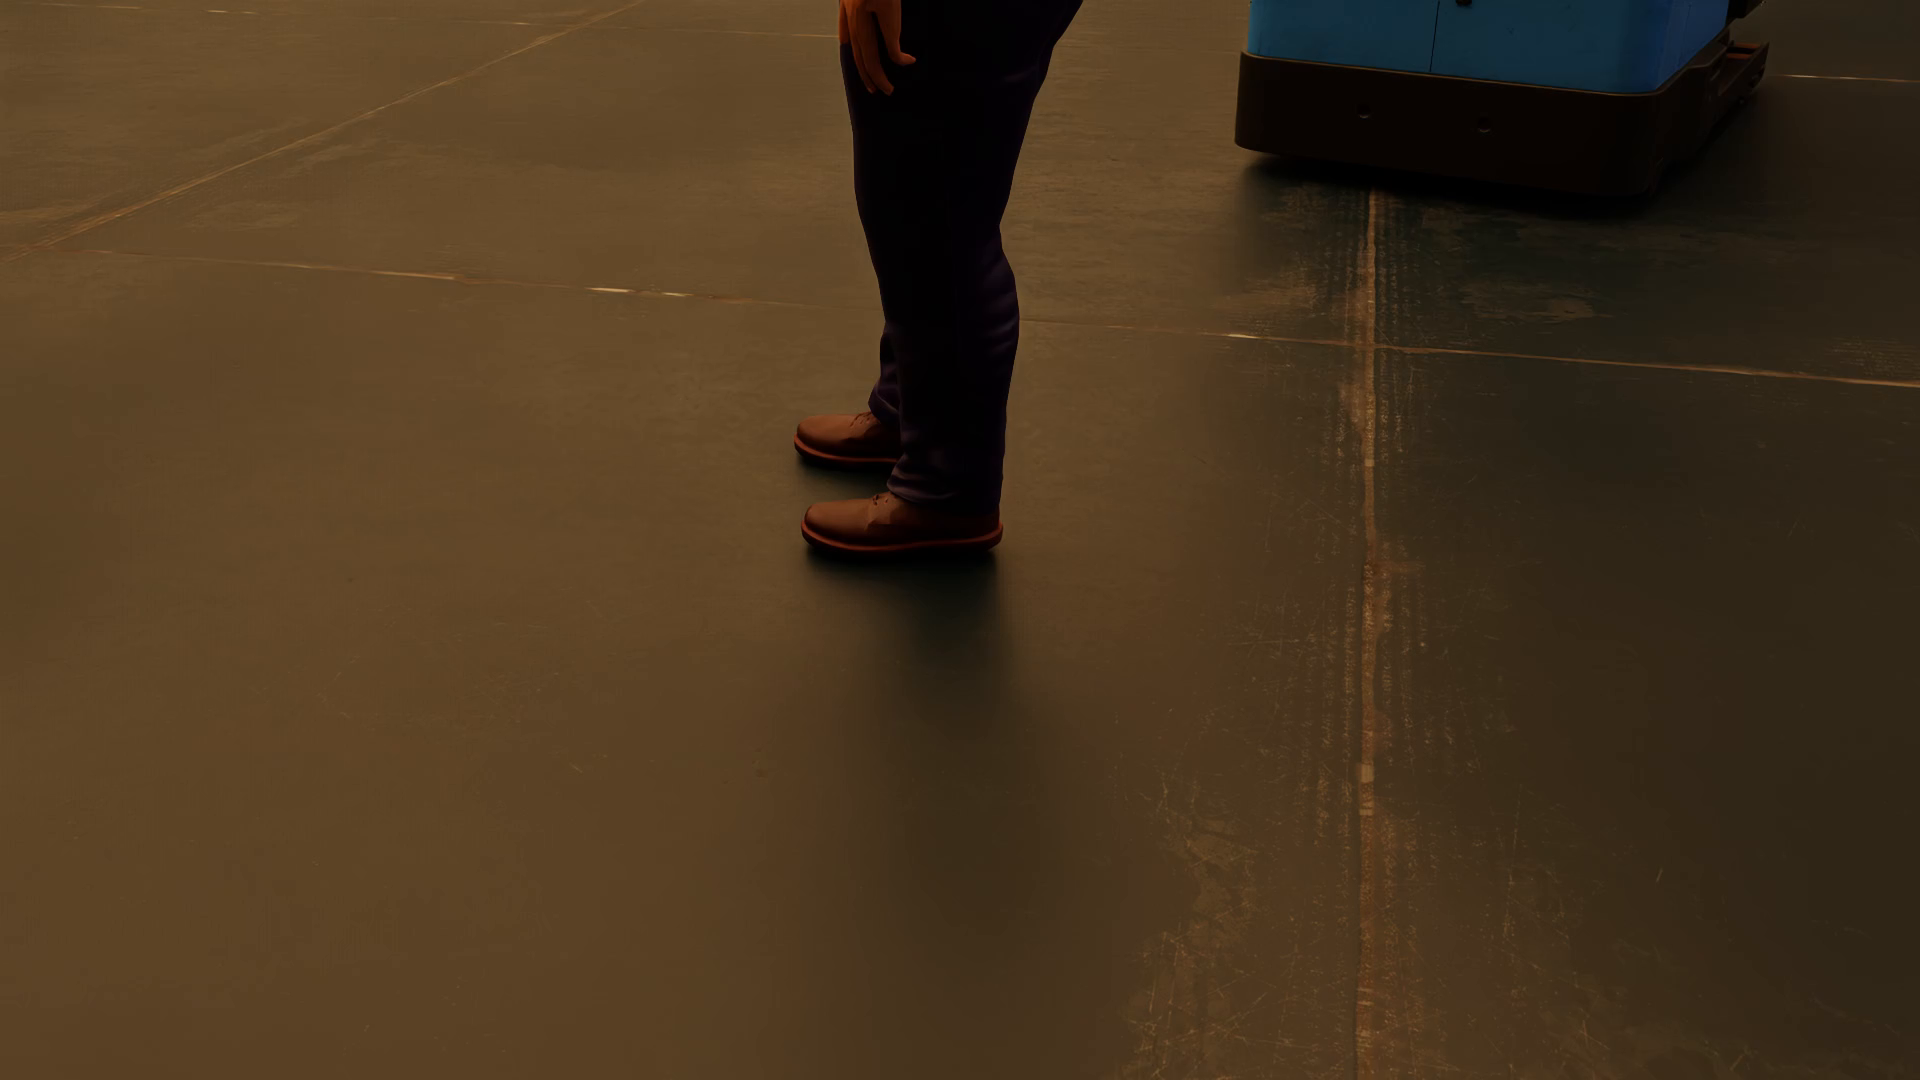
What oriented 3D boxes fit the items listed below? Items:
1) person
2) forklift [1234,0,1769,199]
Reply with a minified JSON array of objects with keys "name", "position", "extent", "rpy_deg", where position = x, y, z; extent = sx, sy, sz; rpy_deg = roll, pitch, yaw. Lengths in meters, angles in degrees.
[{"name":"person","position":[-0.082,-0.762,2.163],"extent":[0.503,1.651,0.598],"rpy_deg":[6,27,11]},{"name":"forklift","position":[1.924,-2.749,4.694],"extent":[1.130,2.935,3.031],"rpy_deg":[15,30,27]}]
